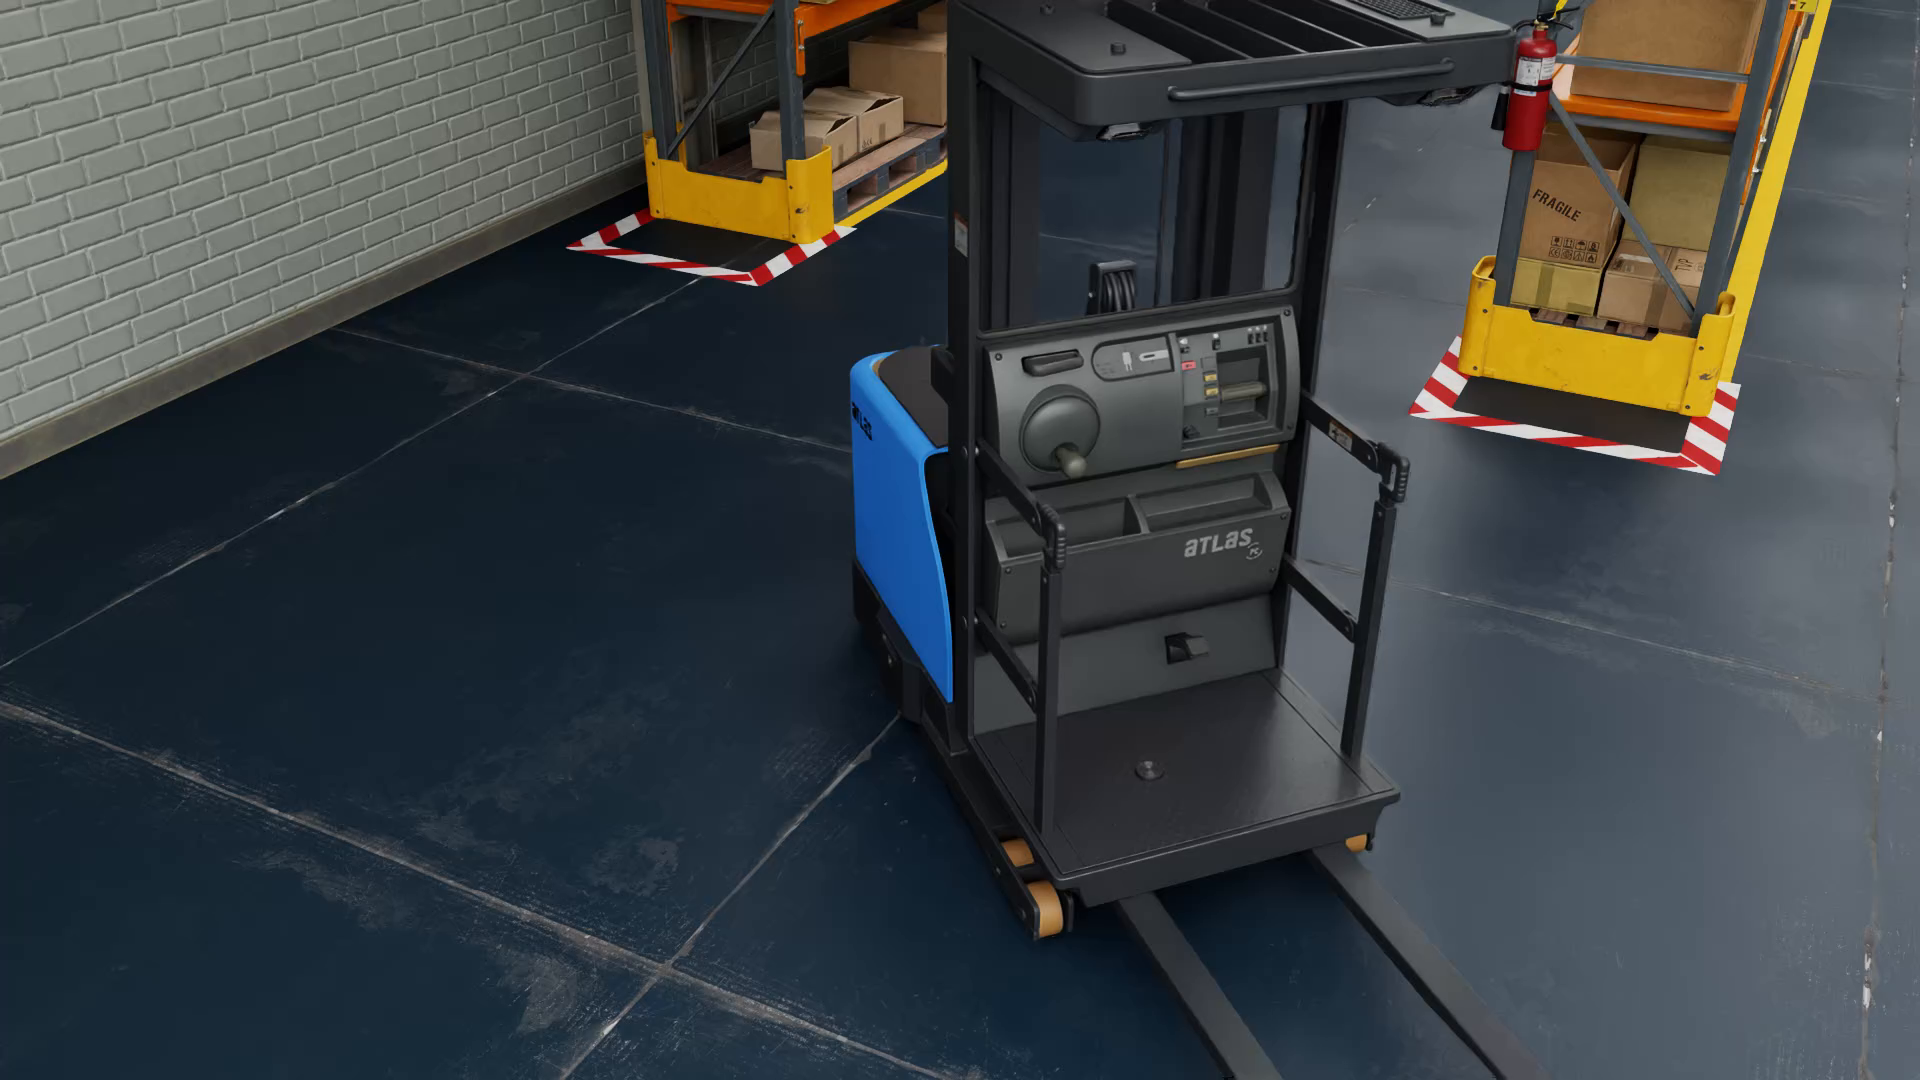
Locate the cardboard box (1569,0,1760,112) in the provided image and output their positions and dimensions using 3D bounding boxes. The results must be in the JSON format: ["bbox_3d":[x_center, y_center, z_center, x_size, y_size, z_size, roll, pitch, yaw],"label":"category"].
[{"bbox_3d":[3.268,-2.329,7.694,0.700,0.500,0.500,14,33,23],"label":"cardboard box"}]

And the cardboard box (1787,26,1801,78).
[{"bbox_3d":[5.509,-3.436,11.497,0.500,0.311,0.500,14,33,23],"label":"cardboard box"}]

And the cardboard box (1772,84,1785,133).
[{"bbox_3d":[5.271,-2.968,11.245,0.500,0.250,0.500,13,33,22],"label":"cardboard box"}]

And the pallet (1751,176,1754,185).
[{"bbox_3d":[4.467,-2.303,10.548,1.003,0.211,1.213,14,33,23],"label":"pallet"}]

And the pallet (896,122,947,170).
[{"bbox_3d":[-0.374,-2.920,11.622,1.003,0.211,1.213,14,33,23],"label":"pallet"}]

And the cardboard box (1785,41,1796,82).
[{"bbox_3d":[5.277,-3.215,11.113,0.500,0.311,0.500,14,33,23],"label":"cardboard box"}]

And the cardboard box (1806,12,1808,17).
[{"bbox_3d":[6.438,-4.342,13.074,0.500,0.311,0.500,14,33,23],"label":"cardboard box"}]

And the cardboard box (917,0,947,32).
[{"bbox_3d":[0.018,-3.615,12.101,0.500,0.500,0.500,12,32,20],"label":"cardboard box"}]

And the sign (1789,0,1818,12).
[{"bbox_3d":[3.536,-2.363,6.904,0.100,0.325,0.005,14,33,23],"label":"sign"}]

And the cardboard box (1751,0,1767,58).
[{"bbox_3d":[3.735,-2.782,8.482,0.700,0.500,0.500,15,33,24],"label":"cardboard box"}]

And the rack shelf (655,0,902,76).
[{"bbox_3d":[-0.456,-3.779,11.041,1.077,0.370,4.000,14,33,23],"label":"rack shelf"}]

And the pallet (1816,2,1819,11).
[{"bbox_3d":[7.619,-5.280,15.733,1.003,0.211,1.213,14,33,23],"label":"pallet"}]

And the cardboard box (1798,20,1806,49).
[{"bbox_3d":[6.435,-4.100,13.218,0.500,0.250,0.500,14,33,23],"label":"cardboard box"}]

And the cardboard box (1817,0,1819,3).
[{"bbox_3d":[7.151,-4.872,14.291,0.500,0.500,0.500,16,33,25],"label":"cardboard box"}]

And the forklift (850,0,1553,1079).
[{"bbox_3d":[0.600,-0.366,4.444,1.130,2.935,3.031,-11,32,-18],"label":"forklift"}]

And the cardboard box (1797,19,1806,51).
[{"bbox_3d":[6.203,-3.878,12.831,0.500,0.250,0.500,15,33,24],"label":"cardboard box"}]

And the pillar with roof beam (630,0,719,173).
[{"bbox_3d":[2.014,-5.336,7.005,9.100,9.000,0.400,14,33,23],"label":"pillar with roof beam"}]

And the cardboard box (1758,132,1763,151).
[{"bbox_3d":[4.613,-2.370,10.205,0.500,0.250,0.500,14,33,23],"label":"cardboard box"}]

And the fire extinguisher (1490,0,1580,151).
[{"bbox_3d":[2.577,-2.101,7.475,0.296,0.674,0.183,14,33,23],"label":"fire extinguisher"}]

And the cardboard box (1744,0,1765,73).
[{"bbox_3d":[3.503,-2.563,8.101,0.700,0.500,0.500,15,33,25],"label":"cardboard box"}]

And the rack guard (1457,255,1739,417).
[{"bbox_3d":[3.033,-0.987,7.967,1.175,0.500,0.348,14,33,23],"label":"rack guard"}]

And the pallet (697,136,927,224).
[{"bbox_3d":[-0.931,-2.381,10.684,1.003,0.211,1.213,14,33,23],"label":"pallet"}]

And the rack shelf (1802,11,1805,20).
[{"bbox_3d":[5.778,-4.430,12.175,1.077,0.370,4.000,14,33,23],"label":"rack shelf"}]

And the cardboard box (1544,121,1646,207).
[{"bbox_3d":[3.466,-2.149,9.066,0.500,0.500,0.500,14,33,23],"label":"cardboard box"}]

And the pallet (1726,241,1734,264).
[{"bbox_3d":[3.912,-1.760,9.603,1.003,0.211,1.213,14,33,23],"label":"pallet"}]

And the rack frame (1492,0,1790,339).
[{"bbox_3d":[3.044,-2.082,7.363,1.000,3.000,0.127,14,33,23],"label":"rack frame"}]

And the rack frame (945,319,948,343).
[{"bbox_3d":[0.050,-0.439,6.611,0.240,0.900,0.006,14,33,23],"label":"rack frame"}]

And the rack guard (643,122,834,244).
[{"bbox_3d":[-1.333,-2.154,9.999,1.175,0.500,0.348,14,33,23],"label":"rack guard"}]

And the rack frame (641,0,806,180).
[{"bbox_3d":[-1.367,-3.204,9.318,1.000,3.000,0.127,14,33,23],"label":"rack frame"}]

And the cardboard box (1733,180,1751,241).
[{"bbox_3d":[4.172,-1.924,9.427,0.500,0.250,0.500,14,33,23],"label":"cardboard box"}]

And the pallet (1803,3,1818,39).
[{"bbox_3d":[7.063,-4.742,14.795,1.003,0.211,1.213,14,33,23],"label":"pallet"}]

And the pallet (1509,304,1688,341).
[{"bbox_3d":[3.356,-1.221,8.665,1.003,0.211,1.213,14,33,23],"label":"pallet"}]

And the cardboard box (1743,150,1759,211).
[{"bbox_3d":[4.399,-2.145,9.813,0.500,0.250,0.500,14,33,23],"label":"cardboard box"}]

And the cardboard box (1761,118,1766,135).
[{"bbox_3d":[4.612,-2.696,10.019,0.500,0.500,0.500,14,33,23],"label":"cardboard box"}]

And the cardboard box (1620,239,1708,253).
[{"bbox_3d":[3.711,-1.482,8.657,0.500,0.250,0.500,14,33,23],"label":"cardboard box"}]

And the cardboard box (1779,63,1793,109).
[{"bbox_3d":[5.505,-3.194,11.639,0.500,0.250,0.500,15,33,24],"label":"cardboard box"}]

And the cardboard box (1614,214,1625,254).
[{"bbox_3d":[3.243,-1.601,8.865,0.500,0.250,0.500,14,33,23],"label":"cardboard box"}]

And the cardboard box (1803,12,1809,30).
[{"bbox_3d":[6.666,-4.330,13.617,0.500,0.250,0.500,15,33,24],"label":"cardboard box"}]

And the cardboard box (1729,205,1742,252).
[{"bbox_3d":[3.939,-1.703,9.043,0.500,0.250,0.500,14,33,23],"label":"cardboard box"}]

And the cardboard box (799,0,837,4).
[{"bbox_3d":[-0.862,-3.292,9.601,0.500,0.250,0.500,13,32,22],"label":"cardboard box"}]

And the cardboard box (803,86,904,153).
[{"bbox_3d":[-0.712,-2.768,10.816,0.500,0.311,0.500,17,34,27],"label":"cardboard box"}]

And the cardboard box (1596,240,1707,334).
[{"bbox_3d":[3.487,-1.259,8.270,0.500,0.250,0.500,14,33,23],"label":"cardboard box"}]

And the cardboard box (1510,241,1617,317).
[{"bbox_3d":[3.026,-1.377,8.474,0.500,0.250,0.500,14,33,23],"label":"cardboard box"}]

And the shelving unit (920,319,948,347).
[{"bbox_3d":[0.004,-0.394,6.532,0.258,0.900,0.210,14,33,23],"label":"shelving unit"}]

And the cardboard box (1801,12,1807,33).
[{"bbox_3d":[5.976,-3.897,12.300,0.500,0.311,0.500,15,33,25],"label":"cardboard box"}]

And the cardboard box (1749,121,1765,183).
[{"bbox_3d":[4.172,-2.249,9.240,0.500,0.500,0.500,14,33,23],"label":"cardboard box"}]

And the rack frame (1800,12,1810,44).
[{"bbox_3d":[6.689,-5.629,13.539,1.000,3.000,0.127,14,33,23],"label":"rack frame"}]

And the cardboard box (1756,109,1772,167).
[{"bbox_3d":[4.850,-2.590,10.587,0.500,0.250,0.500,14,33,23],"label":"cardboard box"}]

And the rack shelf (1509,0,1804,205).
[{"bbox_3d":[3.956,-2.657,9.087,1.077,0.370,4.000,14,33,23],"label":"rack shelf"}]

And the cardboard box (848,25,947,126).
[{"bbox_3d":[-0.333,-3.164,11.316,0.700,0.500,0.500,12,32,20],"label":"cardboard box"}]

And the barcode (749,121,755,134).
[{"bbox_3d":[-1.320,-2.618,10.546,0.001,0.075,0.075,14,33,23],"label":"barcode"}]

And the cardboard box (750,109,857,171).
[{"bbox_3d":[-0.972,-2.515,10.376,0.500,0.311,0.500,11,32,18],"label":"cardboard box"}]

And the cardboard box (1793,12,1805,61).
[{"bbox_3d":[5.744,-3.665,11.897,0.500,0.311,0.500,13,32,22],"label":"cardboard box"}]

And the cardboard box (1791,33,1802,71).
[{"bbox_3d":[5.971,-3.649,12.432,0.500,0.250,0.500,15,33,24],"label":"cardboard box"}]

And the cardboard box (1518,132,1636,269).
[{"bbox_3d":[3.024,-1.702,8.288,0.500,0.500,0.500,14,33,23],"label":"cardboard box"}]

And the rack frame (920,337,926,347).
[{"bbox_3d":[-0.043,-0.349,6.454,0.240,0.900,0.006,14,33,23],"label":"rack frame"}]

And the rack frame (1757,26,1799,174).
[{"bbox_3d":[4.867,-3.855,10.451,1.000,3.000,0.127,14,33,23],"label":"rack frame"}]

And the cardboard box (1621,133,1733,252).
[{"bbox_3d":[3.713,-1.806,8.470,0.500,0.500,0.500,14,33,23],"label":"cardboard box"}]
